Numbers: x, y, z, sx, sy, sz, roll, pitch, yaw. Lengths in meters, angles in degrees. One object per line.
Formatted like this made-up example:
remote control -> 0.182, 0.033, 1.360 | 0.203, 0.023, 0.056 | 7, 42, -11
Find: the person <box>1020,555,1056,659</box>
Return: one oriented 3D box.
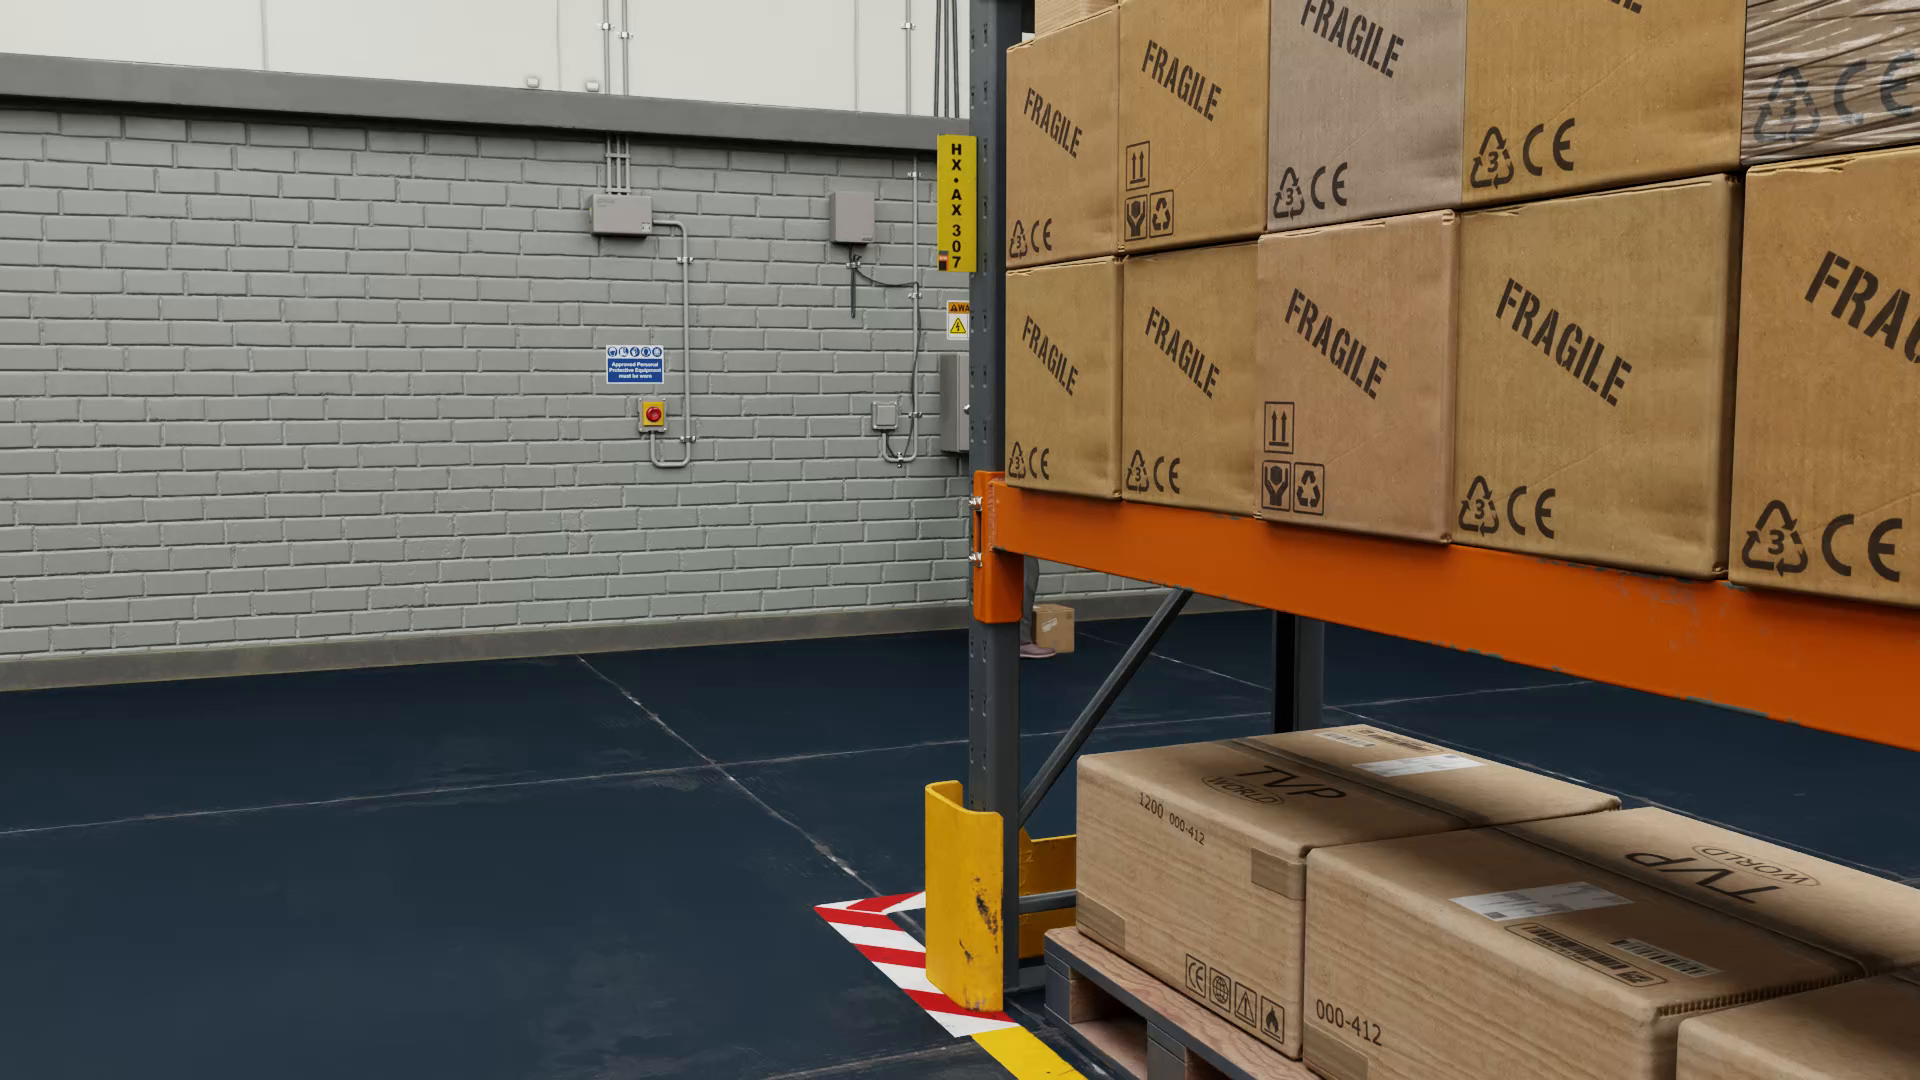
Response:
person -> 0.291, -0.175, 9.358 | 0.348, 1.653, 0.523 | -3, 6, -27
